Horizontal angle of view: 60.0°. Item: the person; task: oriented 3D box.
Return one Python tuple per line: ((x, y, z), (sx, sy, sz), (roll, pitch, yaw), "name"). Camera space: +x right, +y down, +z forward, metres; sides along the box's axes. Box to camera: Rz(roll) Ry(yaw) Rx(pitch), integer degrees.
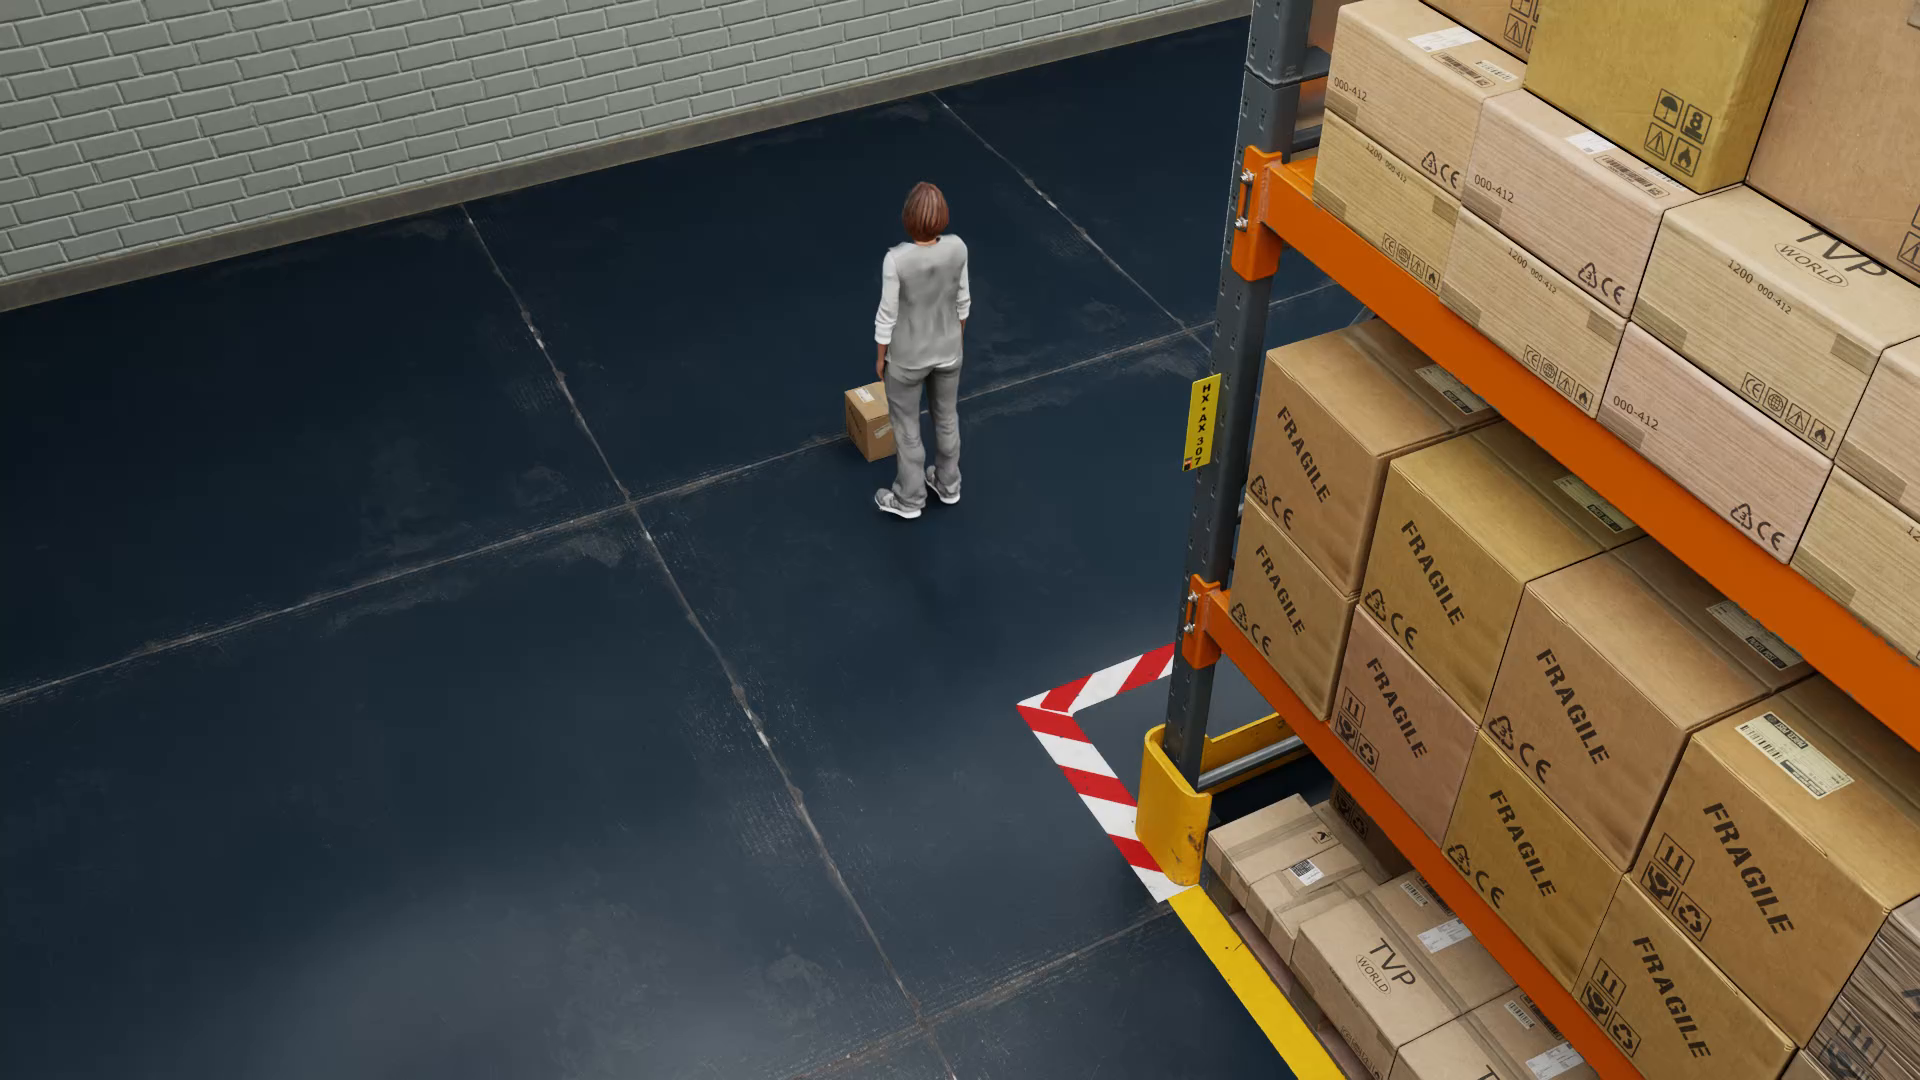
((-0.159, -0.785, 7.046), (0.427, 1.614, 0.310), (-18, 45, -19), "person")
